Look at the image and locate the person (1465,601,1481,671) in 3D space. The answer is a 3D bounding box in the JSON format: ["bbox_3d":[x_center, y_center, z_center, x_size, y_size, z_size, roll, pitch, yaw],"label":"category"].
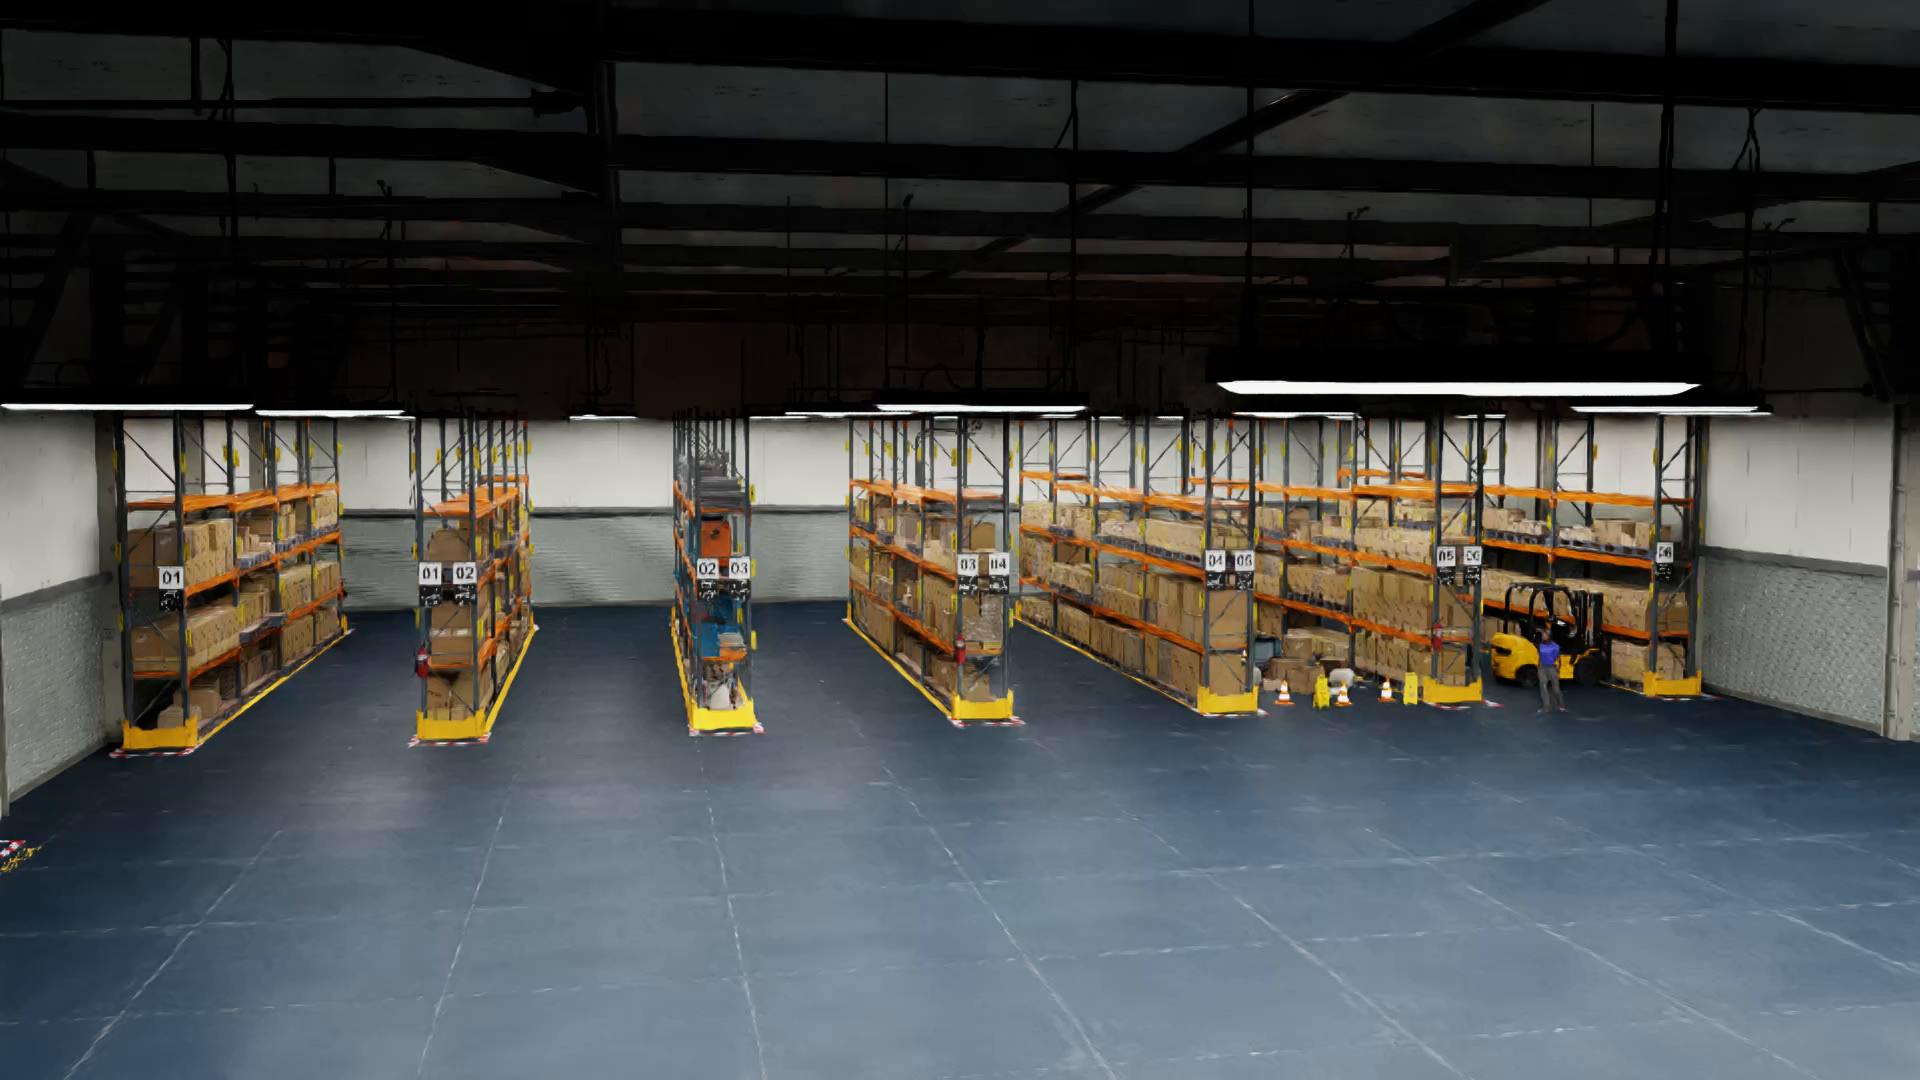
[{"bbox_3d":[11.711,2.199,38.181,0.527,1.592,0.522,1,4,19],"label":"person"}]

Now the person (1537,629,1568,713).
[{"bbox_3d":[11.681,2.577,32.809,0.534,1.650,0.571,-3,5,-39],"label":"person"}]

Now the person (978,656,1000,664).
[{"bbox_3d":[0.625,2.090,39.301,0.542,1.645,1.126,-1,4,-9],"label":"person"}]
